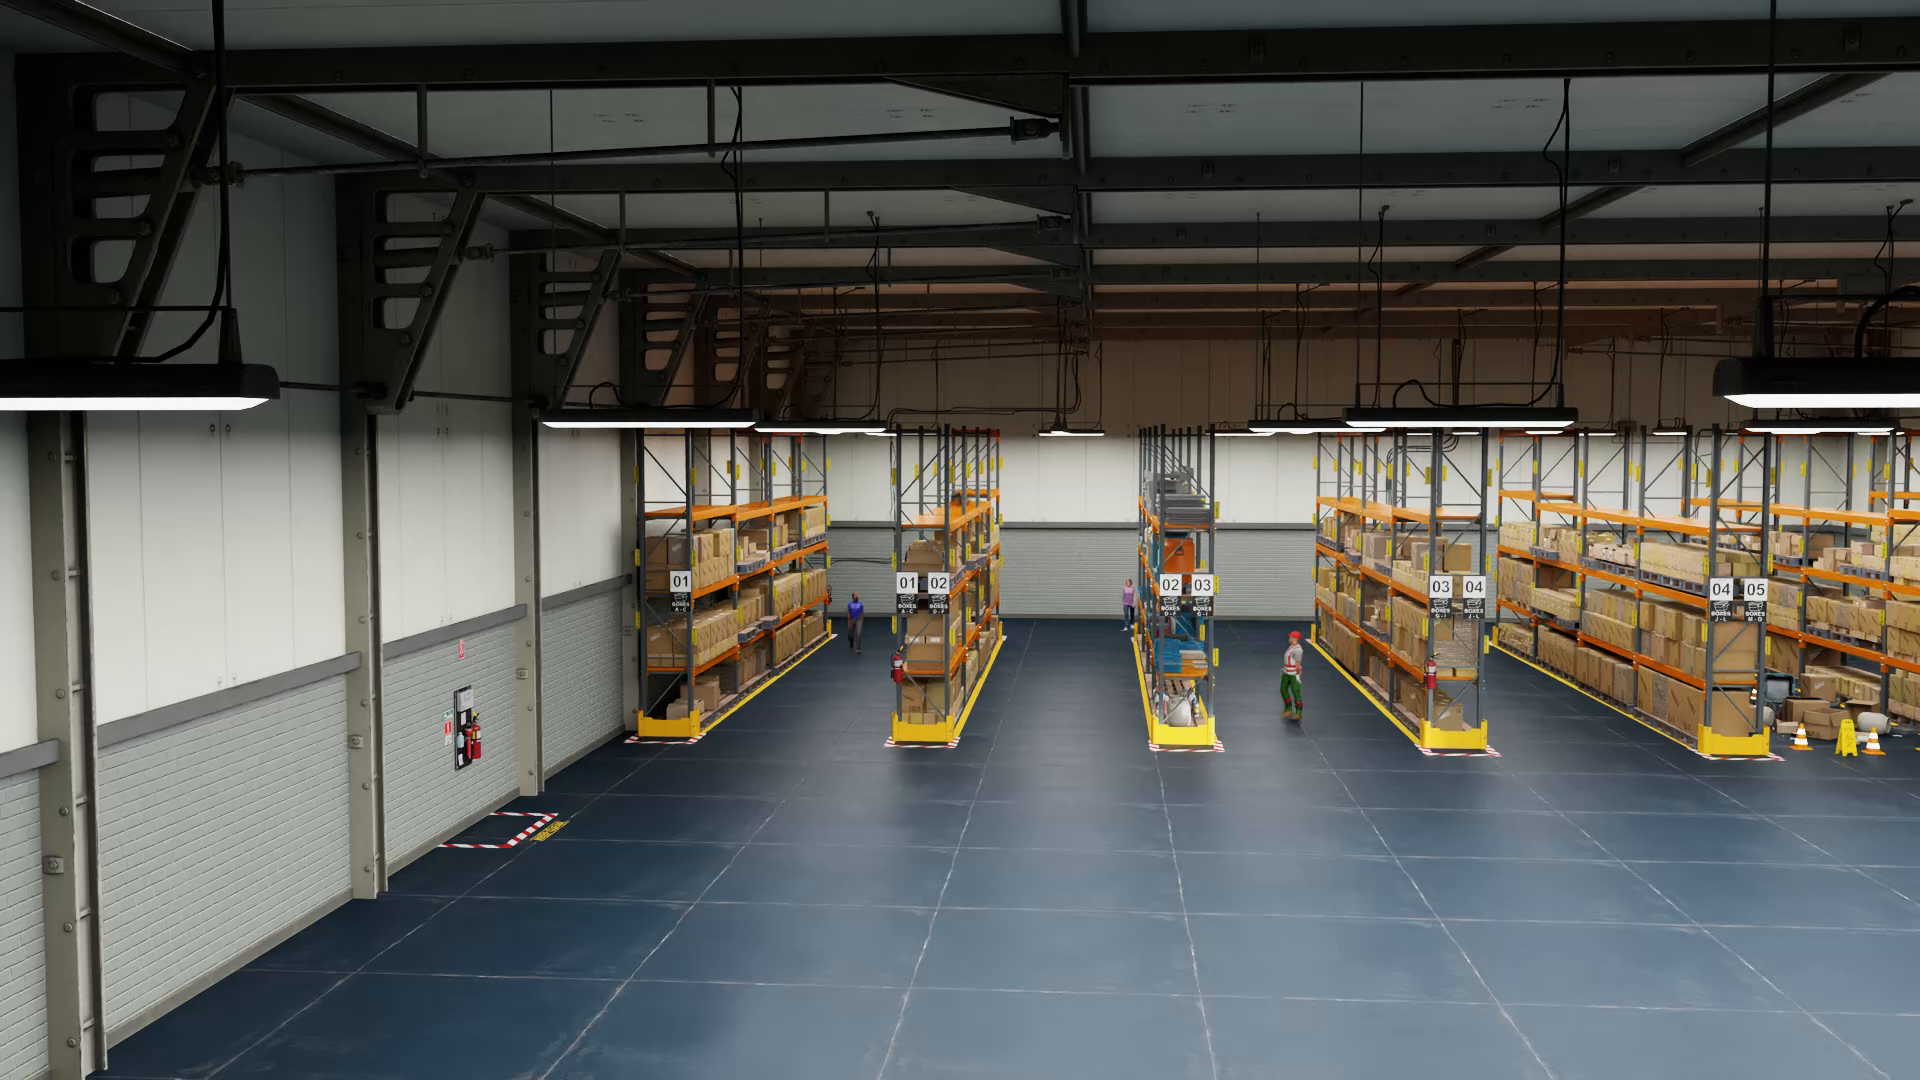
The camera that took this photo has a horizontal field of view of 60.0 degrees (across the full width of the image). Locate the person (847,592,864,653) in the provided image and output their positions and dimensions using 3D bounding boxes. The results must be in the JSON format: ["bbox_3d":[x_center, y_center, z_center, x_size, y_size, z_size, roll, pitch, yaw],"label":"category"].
[{"bbox_3d":[-2.781,2.198,44.445,0.448,1.617,0.665,0,3,2],"label":"person"}]

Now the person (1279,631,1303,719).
[{"bbox_3d":[6.769,2.751,33.979,0.359,1.809,0.697,-1,4,-18],"label":"person"}]

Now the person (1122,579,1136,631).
[{"bbox_3d":[5.036,1.919,49.572,0.417,1.532,0.978,0,3,7],"label":"person"}]

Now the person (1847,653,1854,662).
[{"bbox_3d":[22.674,2.230,42.628,0.507,1.782,0.600,3,5,43],"label":"person"}]
